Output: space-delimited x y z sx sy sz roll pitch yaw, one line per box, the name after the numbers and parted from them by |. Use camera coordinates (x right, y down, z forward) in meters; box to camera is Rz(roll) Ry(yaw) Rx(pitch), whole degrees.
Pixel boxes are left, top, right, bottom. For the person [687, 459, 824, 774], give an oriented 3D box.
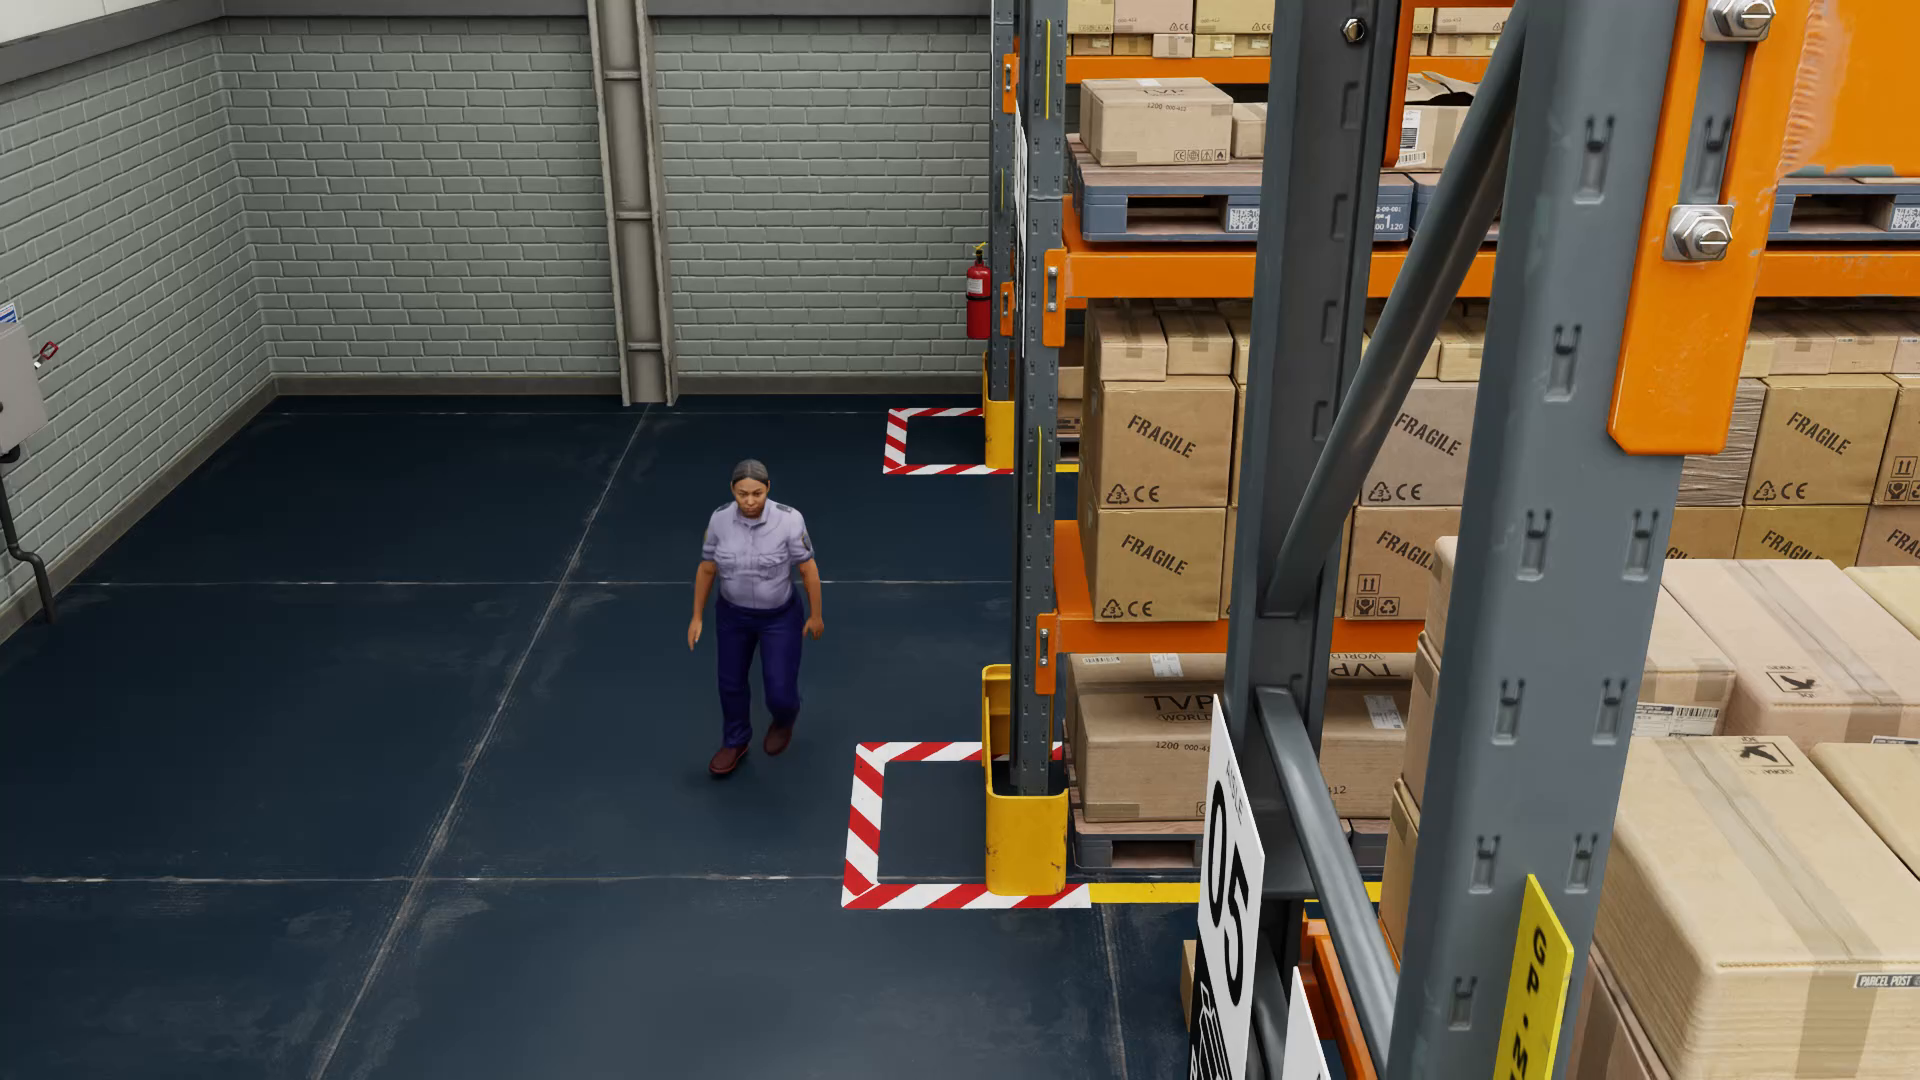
-0.951 0.354 7.796 0.618 1.627 0.485 4 25 8 | person
